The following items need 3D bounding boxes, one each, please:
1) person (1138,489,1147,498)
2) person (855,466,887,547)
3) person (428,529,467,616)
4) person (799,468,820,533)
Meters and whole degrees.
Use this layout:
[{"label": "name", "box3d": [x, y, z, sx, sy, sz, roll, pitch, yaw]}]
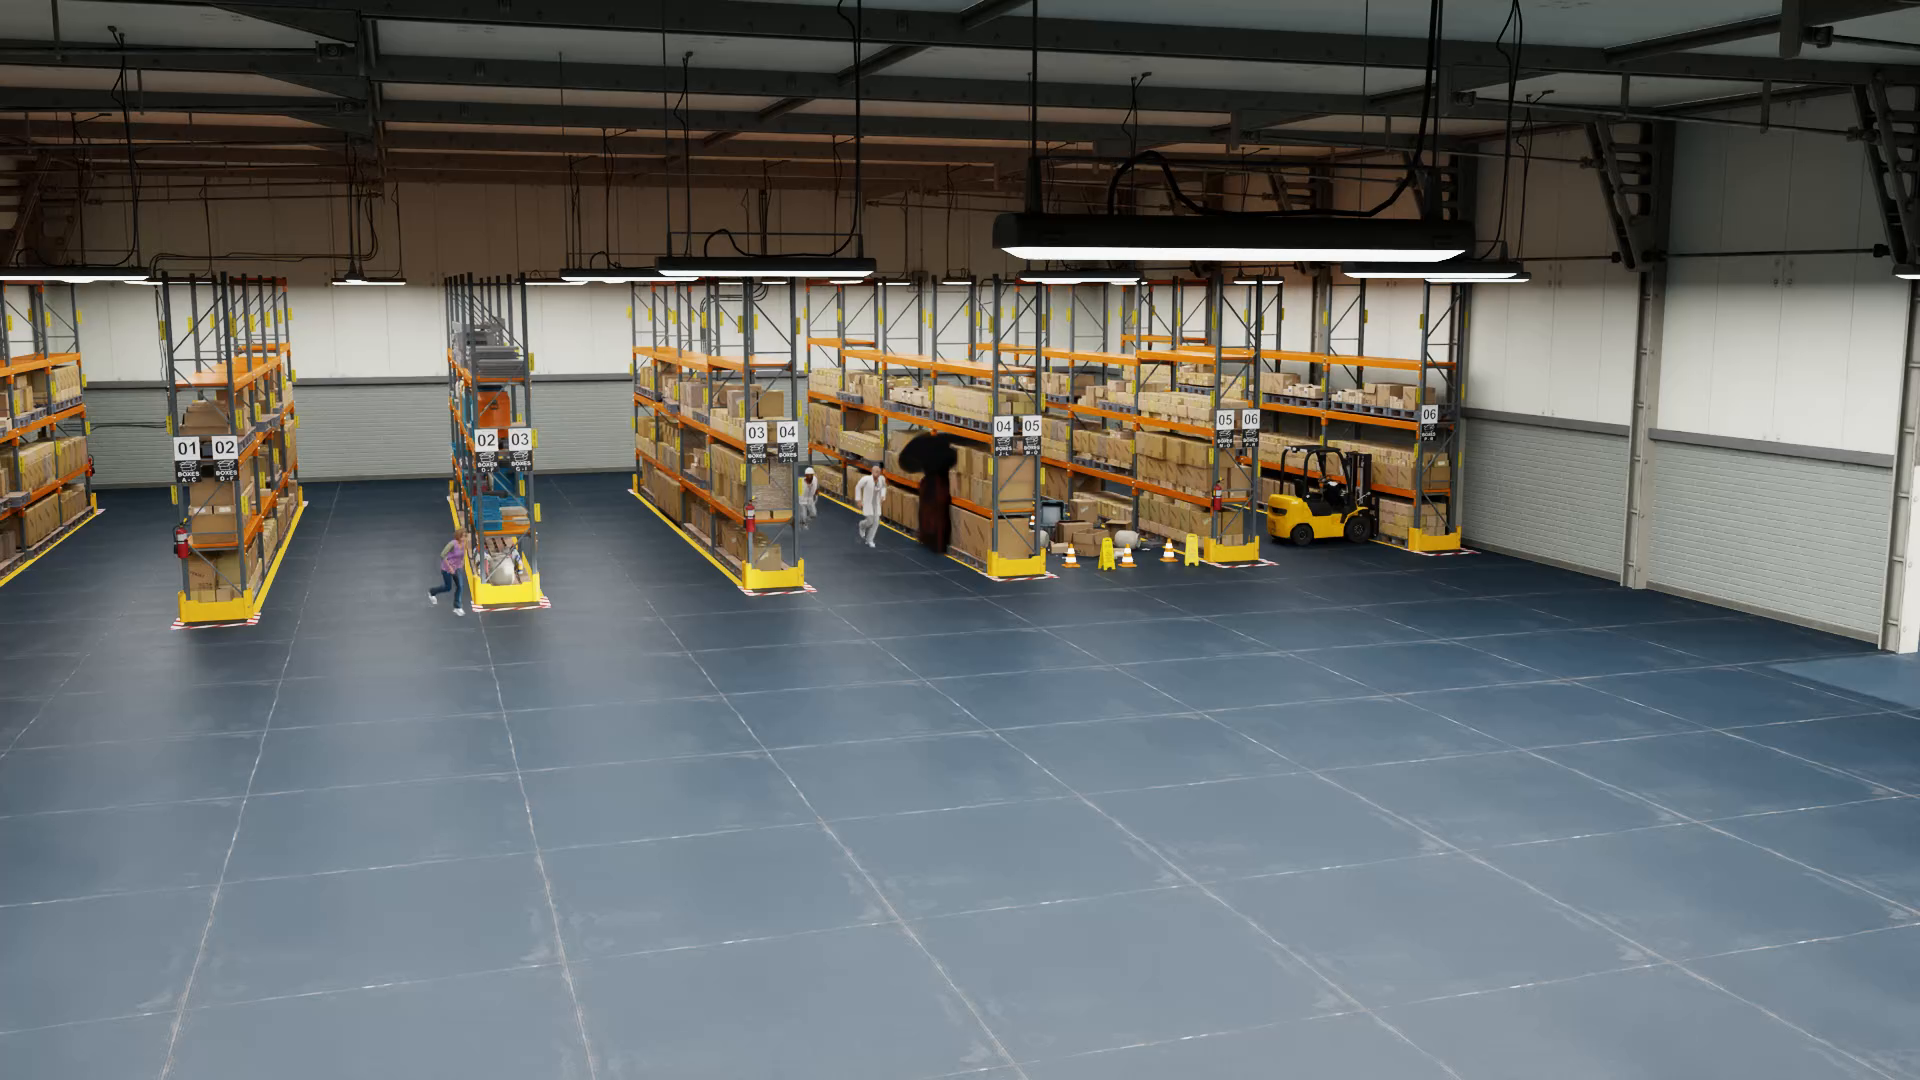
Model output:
[{"label": "person", "box3d": [5.158, -1.925, 45.711, 0.529, 1.545, 0.900, -7, 11, -39]}, {"label": "person", "box3d": [-1.907, -0.735, 35.421, 0.706, 1.730, 0.758, -5, 10, -32]}, {"label": "person", "box3d": [-9.095, 0.553, 29.505, 0.874, 1.548, 0.551, 3, 9, 21]}, {"label": "person", "box3d": [-3.526, -0.885, 37.941, 0.674, 1.572, 0.794, -6, 10, -34]}]
